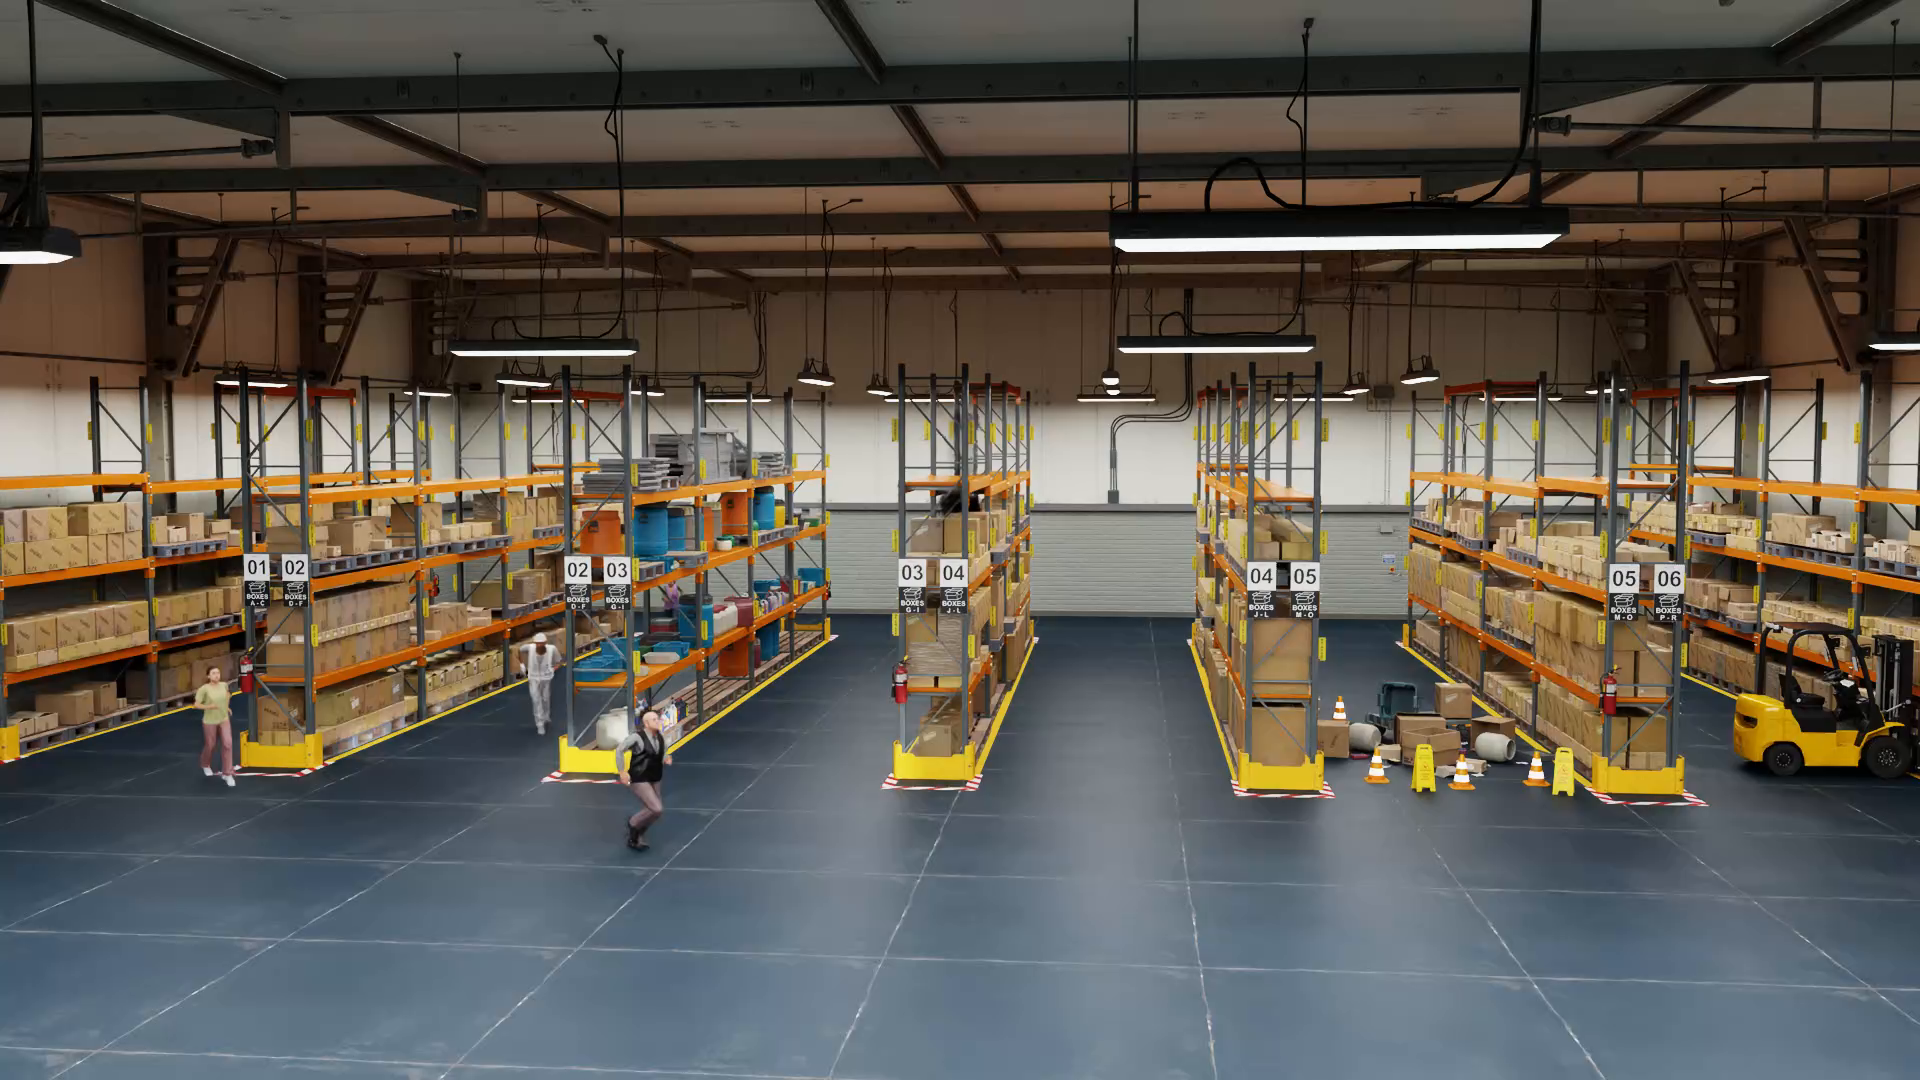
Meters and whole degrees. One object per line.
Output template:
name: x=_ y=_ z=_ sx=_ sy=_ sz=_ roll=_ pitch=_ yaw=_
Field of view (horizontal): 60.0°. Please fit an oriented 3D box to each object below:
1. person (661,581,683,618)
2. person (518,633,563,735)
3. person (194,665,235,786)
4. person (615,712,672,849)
person: x=-6.885 y=1.666 z=39.787 sx=0.491 sy=1.569 sz=0.749 roll=0 pitch=4 yaw=-5
person: x=-7.059 y=2.385 z=28.021 sx=0.729 sy=1.730 sz=1.053 roll=-1 pitch=4 yaw=-11
person: x=-10.657 y=2.630 z=23.777 sx=0.572 sy=1.694 sz=0.931 roll=-4 pitch=5 yaw=-44
person: x=-3.726 y=2.880 z=19.867 sx=0.670 sy=1.656 sz=0.648 roll=2 pitch=4 yaw=31
